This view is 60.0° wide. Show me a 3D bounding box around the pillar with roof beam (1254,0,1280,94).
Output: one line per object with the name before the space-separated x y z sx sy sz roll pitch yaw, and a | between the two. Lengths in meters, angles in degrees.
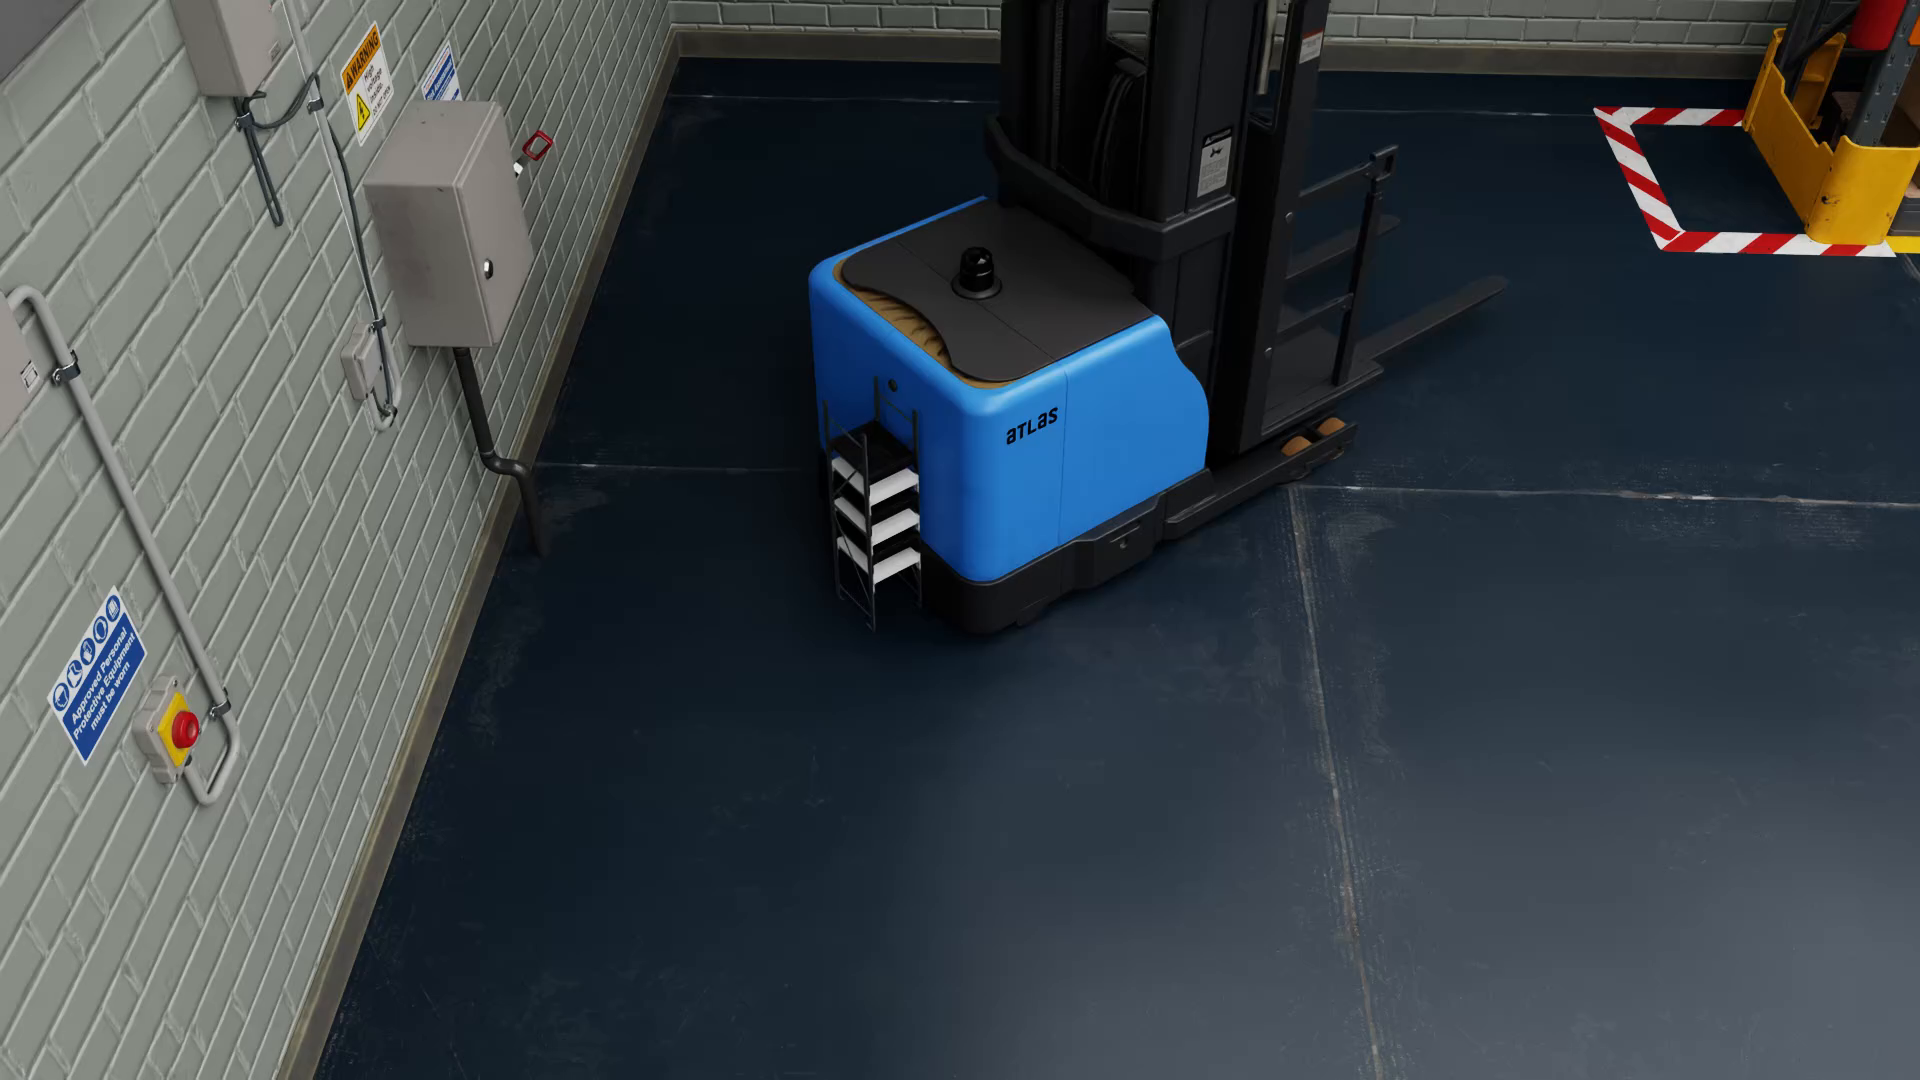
pillar with roof beam | 1.237 -2.829 2.684 0.400 9.000 9.100 2 43 2

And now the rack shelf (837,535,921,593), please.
rack shelf | -0.292 0.048 5.851 0.200 0.077 0.258 -27 49 -26

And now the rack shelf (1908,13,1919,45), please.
rack shelf | 6.082 -2.544 7.308 4.000 0.370 1.077 2 43 2

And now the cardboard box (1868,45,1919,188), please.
cardboard box | 4.691 -2.025 7.747 0.637 0.503 0.797 0 43 0

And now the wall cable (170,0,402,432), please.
wall cable | -1.717 -0.983 4.360 0.122 1.984 0.588 2 43 2

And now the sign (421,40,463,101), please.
sign | -1.714 -1.379 5.600 0.001 0.494 0.329 2 43 2

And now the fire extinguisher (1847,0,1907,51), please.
fire extinguisher | 3.916 -2.393 6.949 0.183 0.674 0.296 2 43 2

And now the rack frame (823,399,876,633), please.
rack frame | -0.373 -0.066 5.660 0.006 0.900 0.240 -27 49 -26

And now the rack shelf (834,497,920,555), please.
rack shelf | -0.292 -0.083 5.728 0.200 0.077 0.258 -27 49 -26

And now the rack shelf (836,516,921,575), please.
rack shelf | -0.292 -0.018 5.790 0.200 0.077 0.258 -27 49 -26

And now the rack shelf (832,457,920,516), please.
rack shelf | -0.292 -0.215 5.606 0.200 0.077 0.258 -27 49 -26

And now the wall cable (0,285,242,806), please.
wall cable | -1.770 -0.029 3.312 0.123 1.953 0.585 2 43 2

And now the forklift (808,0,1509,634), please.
forklift | 0.943 -1.571 5.786 3.031 2.935 1.130 -27 49 -26

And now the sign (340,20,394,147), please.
sign | -1.739 -1.342 4.884 0.001 0.242 0.339 2 43 2

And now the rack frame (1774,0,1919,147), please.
rack frame | 4.084 -2.868 7.128 0.127 3.000 1.000 2 43 2

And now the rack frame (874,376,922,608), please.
rack frame | -0.212 -0.150 5.751 0.006 0.900 0.240 -27 49 -26

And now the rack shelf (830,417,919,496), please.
rack shelf | -0.292 -0.281 5.544 0.200 0.077 0.258 -27 49 -26

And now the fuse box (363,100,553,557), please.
fuse box | -1.529 -0.600 5.639 0.414 1.711 0.539 2 43 2

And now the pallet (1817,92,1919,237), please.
pallet | 4.957 -1.822 8.051 1.213 0.211 1.003 2 43 2

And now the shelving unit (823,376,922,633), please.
shelving unit | -0.292 -0.108 5.706 0.210 0.900 0.258 -27 49 -26

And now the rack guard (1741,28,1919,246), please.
rack guard | 4.160 -1.951 7.978 0.348 0.500 1.175 2 43 2

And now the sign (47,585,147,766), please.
sign | -1.833 0.287 3.543 0.001 0.218 0.327 2 43 2

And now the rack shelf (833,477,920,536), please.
rack shelf | -0.292 -0.149 5.667 0.200 0.077 0.258 -27 49 -26
